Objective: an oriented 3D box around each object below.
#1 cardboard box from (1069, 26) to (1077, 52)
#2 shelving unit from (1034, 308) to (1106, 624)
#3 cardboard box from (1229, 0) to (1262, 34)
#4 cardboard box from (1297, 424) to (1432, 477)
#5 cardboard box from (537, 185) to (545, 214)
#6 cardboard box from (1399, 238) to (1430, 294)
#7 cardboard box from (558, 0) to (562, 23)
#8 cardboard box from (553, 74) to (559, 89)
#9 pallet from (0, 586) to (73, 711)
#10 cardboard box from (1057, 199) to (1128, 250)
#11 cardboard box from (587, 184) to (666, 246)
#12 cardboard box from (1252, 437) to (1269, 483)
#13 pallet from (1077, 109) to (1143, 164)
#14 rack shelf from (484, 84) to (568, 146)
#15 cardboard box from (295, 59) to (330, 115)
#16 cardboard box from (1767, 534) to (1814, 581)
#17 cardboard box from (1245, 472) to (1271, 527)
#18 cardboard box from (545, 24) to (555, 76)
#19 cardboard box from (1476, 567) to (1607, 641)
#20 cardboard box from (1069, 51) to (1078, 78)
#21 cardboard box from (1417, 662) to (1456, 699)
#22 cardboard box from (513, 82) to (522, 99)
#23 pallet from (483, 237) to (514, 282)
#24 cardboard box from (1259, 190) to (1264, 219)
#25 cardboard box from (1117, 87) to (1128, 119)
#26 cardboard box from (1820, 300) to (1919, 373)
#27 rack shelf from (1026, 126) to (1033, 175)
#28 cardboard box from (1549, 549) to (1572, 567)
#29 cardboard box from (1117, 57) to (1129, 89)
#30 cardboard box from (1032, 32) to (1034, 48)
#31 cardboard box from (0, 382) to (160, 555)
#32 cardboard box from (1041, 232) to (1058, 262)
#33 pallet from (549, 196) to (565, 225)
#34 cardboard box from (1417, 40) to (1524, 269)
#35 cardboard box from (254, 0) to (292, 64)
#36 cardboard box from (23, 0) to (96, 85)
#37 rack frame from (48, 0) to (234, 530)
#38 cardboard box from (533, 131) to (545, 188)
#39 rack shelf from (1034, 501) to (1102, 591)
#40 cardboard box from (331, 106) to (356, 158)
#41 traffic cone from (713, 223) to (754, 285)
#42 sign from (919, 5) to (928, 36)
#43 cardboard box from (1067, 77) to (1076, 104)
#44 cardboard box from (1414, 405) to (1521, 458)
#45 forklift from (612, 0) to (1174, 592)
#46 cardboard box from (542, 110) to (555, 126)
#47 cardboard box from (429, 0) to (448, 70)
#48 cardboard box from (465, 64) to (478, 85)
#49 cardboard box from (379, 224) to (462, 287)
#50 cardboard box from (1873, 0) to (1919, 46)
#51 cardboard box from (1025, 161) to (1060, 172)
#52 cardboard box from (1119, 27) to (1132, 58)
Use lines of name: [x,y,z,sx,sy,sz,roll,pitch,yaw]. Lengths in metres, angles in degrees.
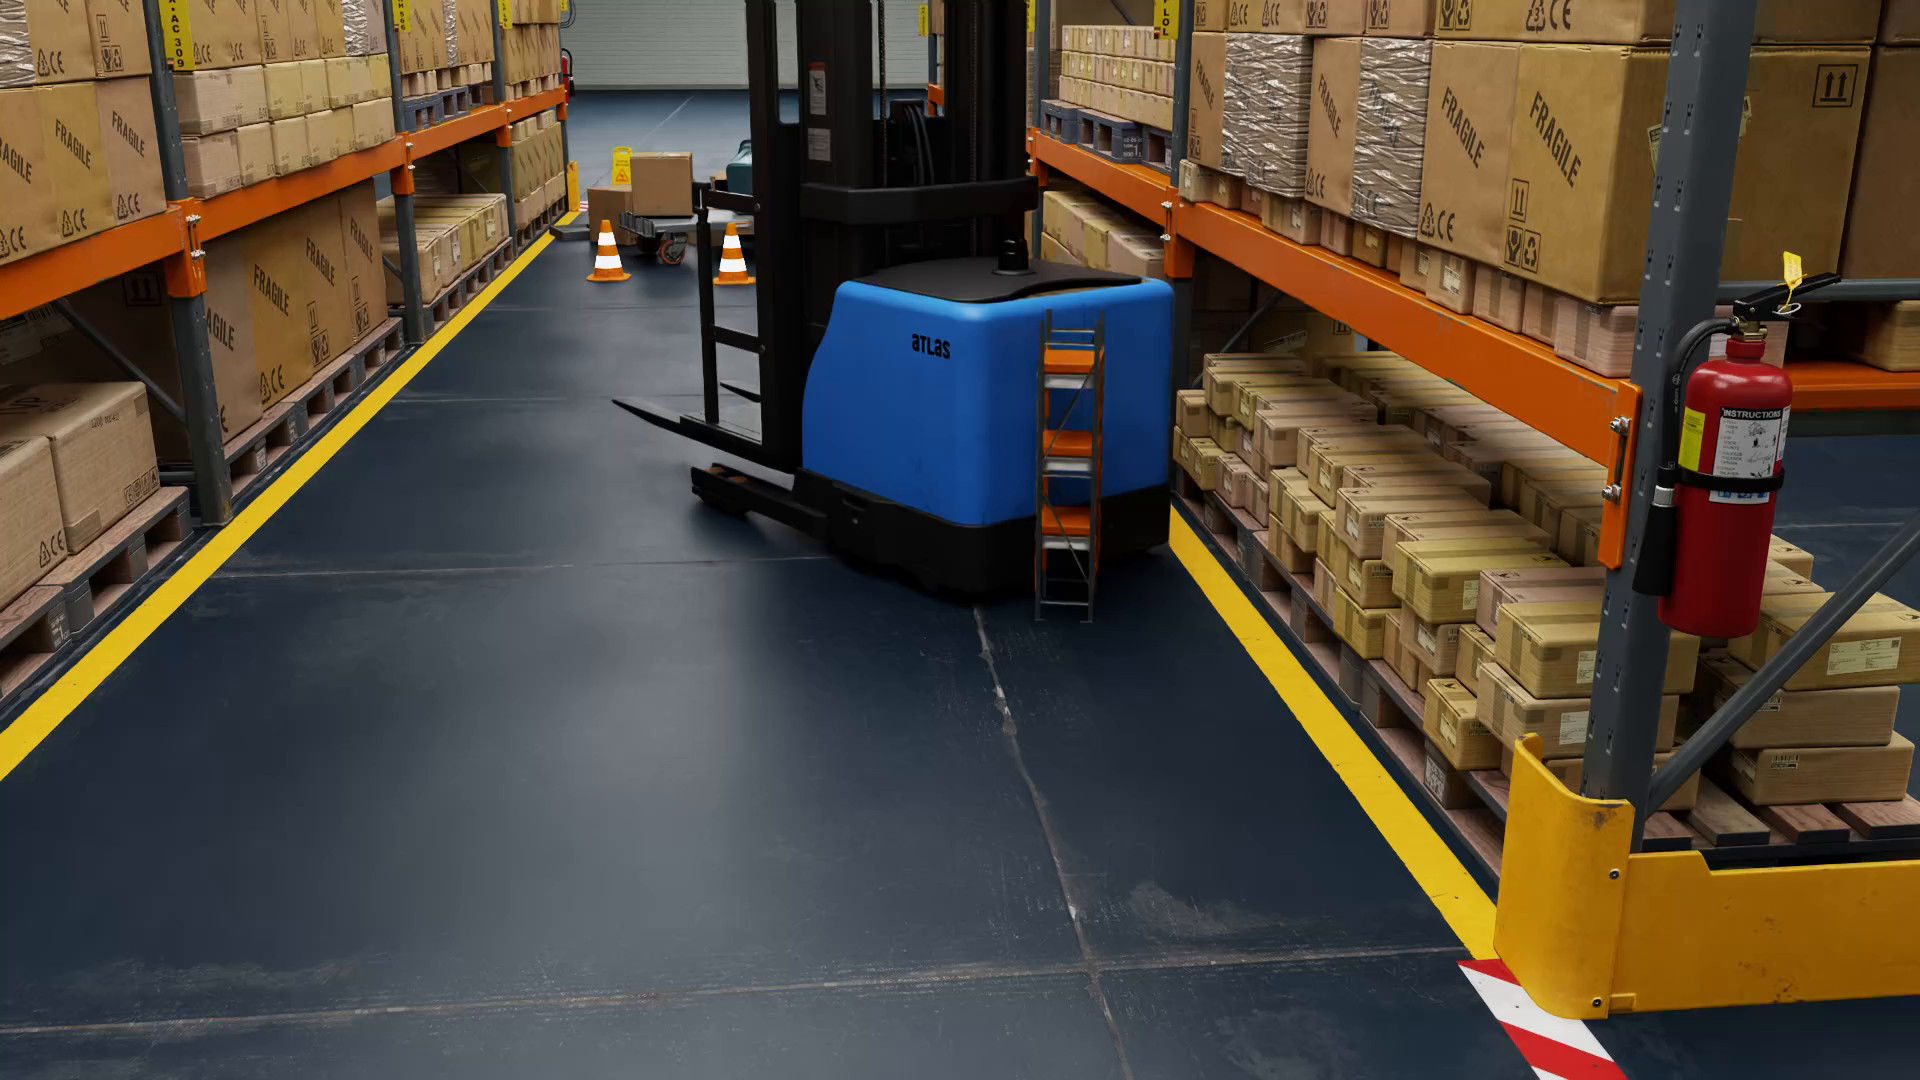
cardboard box: [0.863,-2.996,9.937,0.380,0.149,0.250,-2,18,-7]
shelving unit: [0.378,-0.251,5.725,0.215,1.050,0.252,2,18,8]
cardboard box: [1.263,-2.034,5.816,0.500,0.500,0.500,-2,18,-7]
cardboard box: [1.369,-0.287,5.648,0.380,0.149,0.250,-3,18,-8]
cardboard box: [-4.264,-3.253,15.921,0.500,0.250,0.500,-2,18,-6]
cardboard box: [1.412,-0.744,4.460,0.380,0.149,0.250,-3,18,-8]
cardboard box: [-4.490,-5.577,17.100,0.700,0.500,0.500,-2,18,-7]
cardboard box: [-4.372,-4.759,17.247,0.380,0.149,0.250,-2,18,-6]
pallet: [-3.393,0.443,4.913,1.003,0.211,1.213,-2,18,-6]
cardboard box: [0.861,-1.857,9.804,0.500,0.250,0.500,-2,18,-6]
cardboard box: [-3.105,-3.034,15.502,0.500,0.500,0.500,11,21,32]
cardboard box: [1.311,-0.303,6.196,0.380,0.149,0.250,-3,18,-8]
pallet: [1.223,-2.175,8.918,1.003,0.211,1.213,-2,18,-6]
rack shelf: [-4.554,-4.117,15.983,1.077,0.370,4.000,-2,18,-6]
cardboard box: [-3.449,-2.243,8.231,0.500,0.250,0.500,-2,18,-7]
cardboard box: [2.040,0.080,4.479,0.380,0.149,0.250,-2,18,-6]
cardboard box: [1.289,-0.159,6.235,0.380,0.149,0.250,-2,18,-7]
cardboard box: [-4.383,-4.943,16.750,0.500,0.500,0.500,-2,18,-6]
cardboard box: [1.528,0.178,4.168,0.380,0.149,0.250,-1,17,-5]
cardboard box: [0.858,-2.847,9.958,0.380,0.149,0.250,-1,17,-3]
cardboard box: [1.473,0.383,4.508,0.380,0.149,0.250,-2,18,-6]
cardboard box: [-4.187,-4.074,15.067,0.380,0.149,0.250,-1,17,-4]
pallet: [-4.266,-2.302,13.656,1.003,0.211,1.213,-2,18,-6]
cardboard box: [1.297,-1.215,5.960,0.380,0.149,0.250,-3,18,-8]
cardboard box: [1.015,-2.244,8.536,0.380,0.149,0.250,-1,17,-3]
cardboard box: [2.096,-0.458,3.549,0.380,0.149,0.250,-2,18,-6]
rack shelf: [0.772,-3.108,12.770,1.077,0.370,4.000,-2,18,-6]
cardboard box: [1.879,0.073,4.999,0.380,0.149,0.250,-3,18,-8]
cardboard box: [1.014,-2.391,8.507,0.380,0.149,0.250,-2,18,-5]
cardboard box: [0.888,-3.665,11.506,0.700,0.500,0.500,-2,18,-6]
cardboard box: [-3.565,-0.268,6.099,0.875,0.438,0.875,-2,18,-6]
cardboard box: [0.797,-1.644,10.379,0.500,0.500,0.500,-3,18,-8]
pallet: [-4.704,-3.459,17.344,1.003,0.211,1.213,-2,18,-6]
cardboard box: [1.453,-0.941,4.003,0.500,0.500,0.500,-2,18,-7]
cardboard box: [-3.411,-2.445,7.622,0.500,0.500,0.500,-2,18,-7]
cardboard box: [-3.155,-1.722,5.317,0.500,0.500,0.500,-2,18,-6]
rack frame: [-3.523,-1.480,6.385,1.000,3.000,0.127,-2,18,-6]
cardboard box: [-4.259,-3.608,15.799,0.500,0.500,0.500,-1,17,-3]
rack shelf: [0.378,0.024,5.812,0.215,0.259,0.240,2,18,8]
cardboard box: [-3.521,-2.156,8.786,0.500,0.250,0.500,-2,18,-6]
traffic cone: [-1.803,-2.272,13.141,0.336,0.463,0.334,-2,18,-6]
sign: [-0.400,-5.674,18.165,0.100,0.325,0.005,-2,18,-6]
cardboard box: [0.851,-2.716,10.039,0.380,0.149,0.250,-1,17,-3]
cardboard box: [1.854,-0.383,5.955,0.380,0.149,0.250,-3,18,-8]
forklift: [-0.501,-1.586,6.837,1.130,2.935,3.031,-13,22,-37]
cardboard box: [-4.314,-4.273,16.836,0.380,0.149,0.250,-1,17,-4]
cardboard box: [-3.874,-3.516,11.505,0.500,0.500,0.500,-1,17,-5]
cardboard box: [-3.918,-3.569,12.756,0.380,0.149,0.250,-2,18,-5]
cardboard box: [-4.068,-2.007,11.748,0.950,0.372,0.625,-2,18,-7]
cardboard box: [2.021,-1.280,3.415,0.500,0.500,0.500,-2,18,-6]
cardboard box: [0.911,-2.427,12.454,1.050,0.750,0.750,-2,17,-5]
cardboard box: [1.021,-2.530,8.452,0.380,0.149,0.250,-3,18,-8]
